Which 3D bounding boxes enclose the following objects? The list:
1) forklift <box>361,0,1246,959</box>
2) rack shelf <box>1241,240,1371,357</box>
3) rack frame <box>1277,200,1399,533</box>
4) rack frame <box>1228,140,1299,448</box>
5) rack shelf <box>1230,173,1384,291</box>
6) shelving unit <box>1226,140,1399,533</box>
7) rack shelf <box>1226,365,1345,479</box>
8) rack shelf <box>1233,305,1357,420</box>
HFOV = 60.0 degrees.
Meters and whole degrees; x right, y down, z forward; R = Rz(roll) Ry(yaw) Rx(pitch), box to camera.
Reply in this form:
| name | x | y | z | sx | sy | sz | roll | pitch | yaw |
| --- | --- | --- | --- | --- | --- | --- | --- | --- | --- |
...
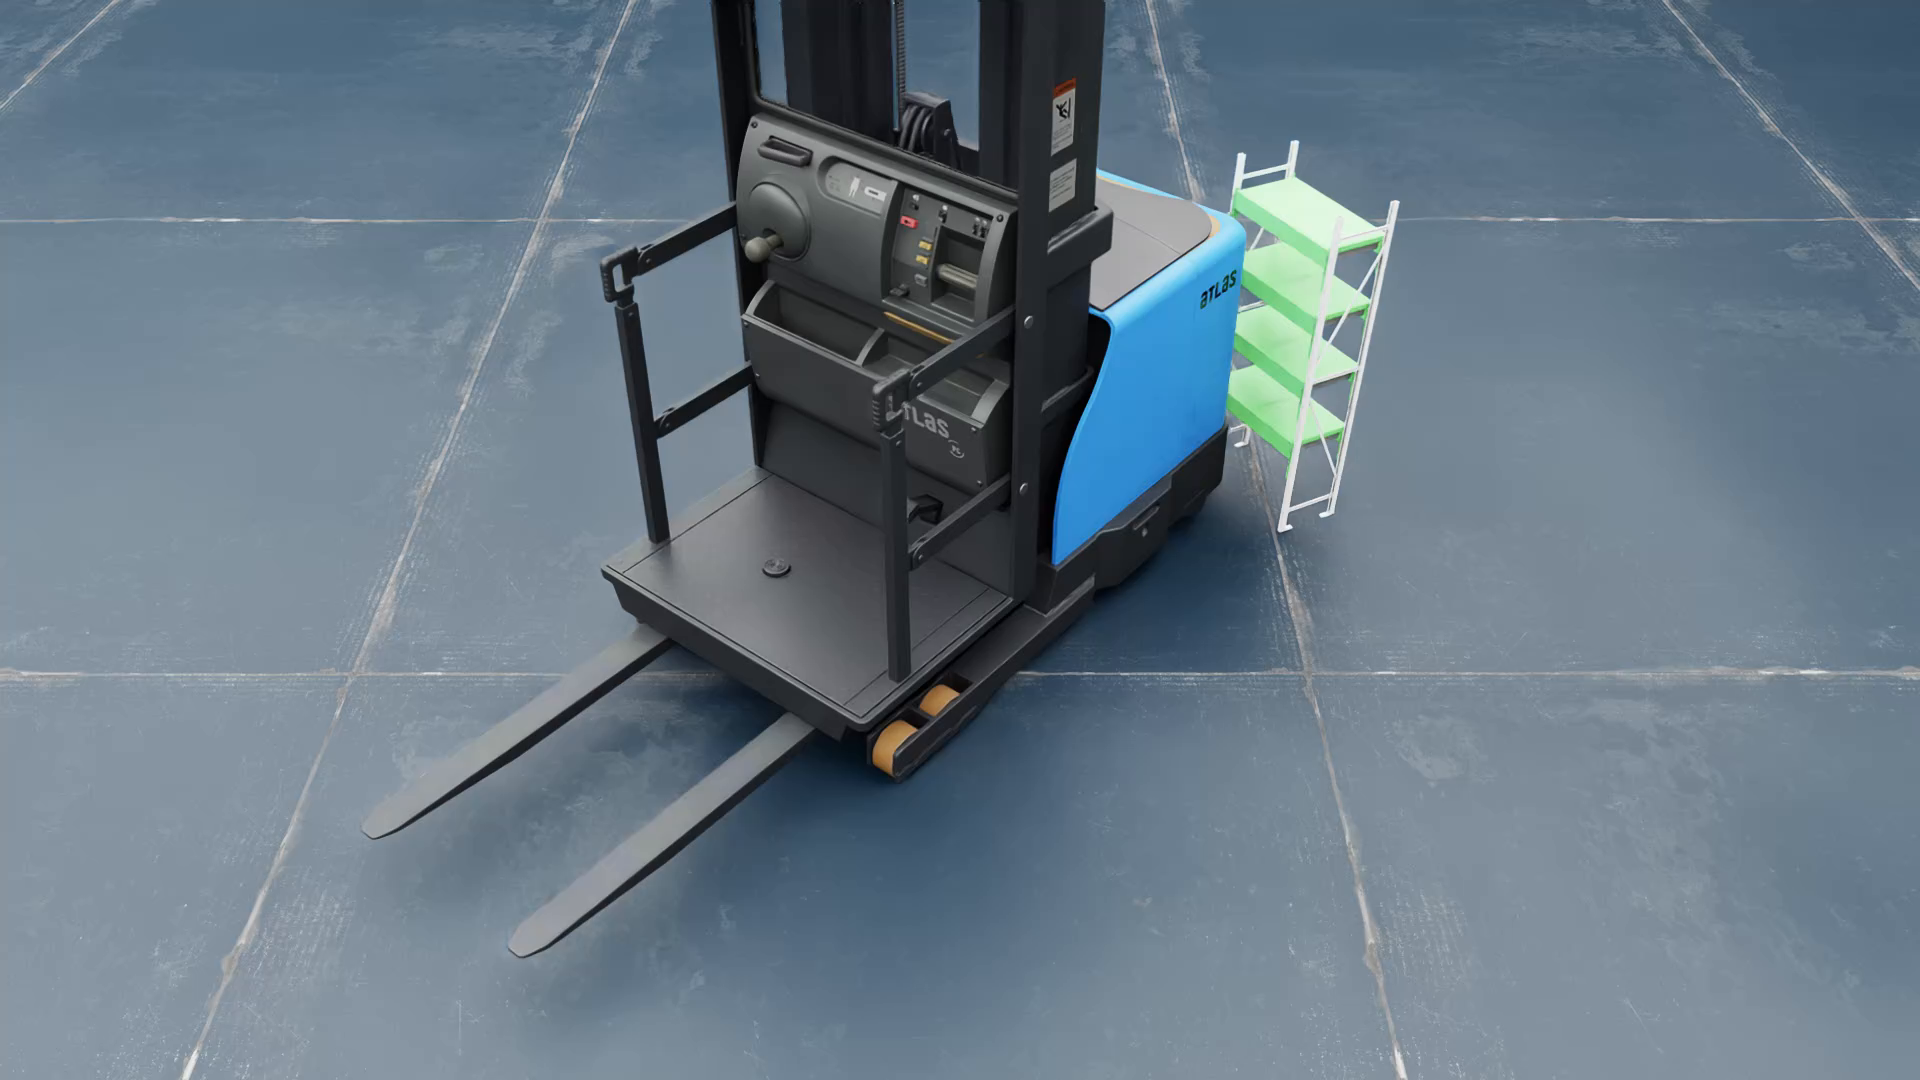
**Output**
| name | x | y | z | sx | sy | sz | roll | pitch | yaw |
| --- | --- | --- | --- | --- | --- | --- | --- | --- | --- |
| forklift | -0.386 | -0.802 | 4.407 | 1.130 | 2.935 | 3.031 | 27 | 46 | 29 |
| rack shelf | 1.114 | -0.810 | 5.512 | 0.258 | 0.148 | 0.480 | -18 | 42 | -24 |
| rack frame | 1.229 | -0.538 | 5.454 | 0.240 | 1.200 | 0.015 | -18 | 42 | -24 |
| rack frame | 0.987 | -0.803 | 5.785 | 0.240 | 1.200 | 0.015 | -18 | 42 | -24 |
| rack shelf | 1.121 | -1.000 | 5.365 | 0.258 | 0.148 | 0.480 | -18 | 42 | -24 |
| shelving unit | 1.108 | -0.670 | 5.619 | 0.258 | 1.200 | 0.503 | -18 | 42 | -24 |
| rack shelf | 1.098 | -0.430 | 5.805 | 0.258 | 0.148 | 0.480 | -18 | 42 | -24 |
| rack shelf | 1.106 | -0.620 | 5.658 | 0.258 | 0.148 | 0.480 | -18 | 42 | -24 |
